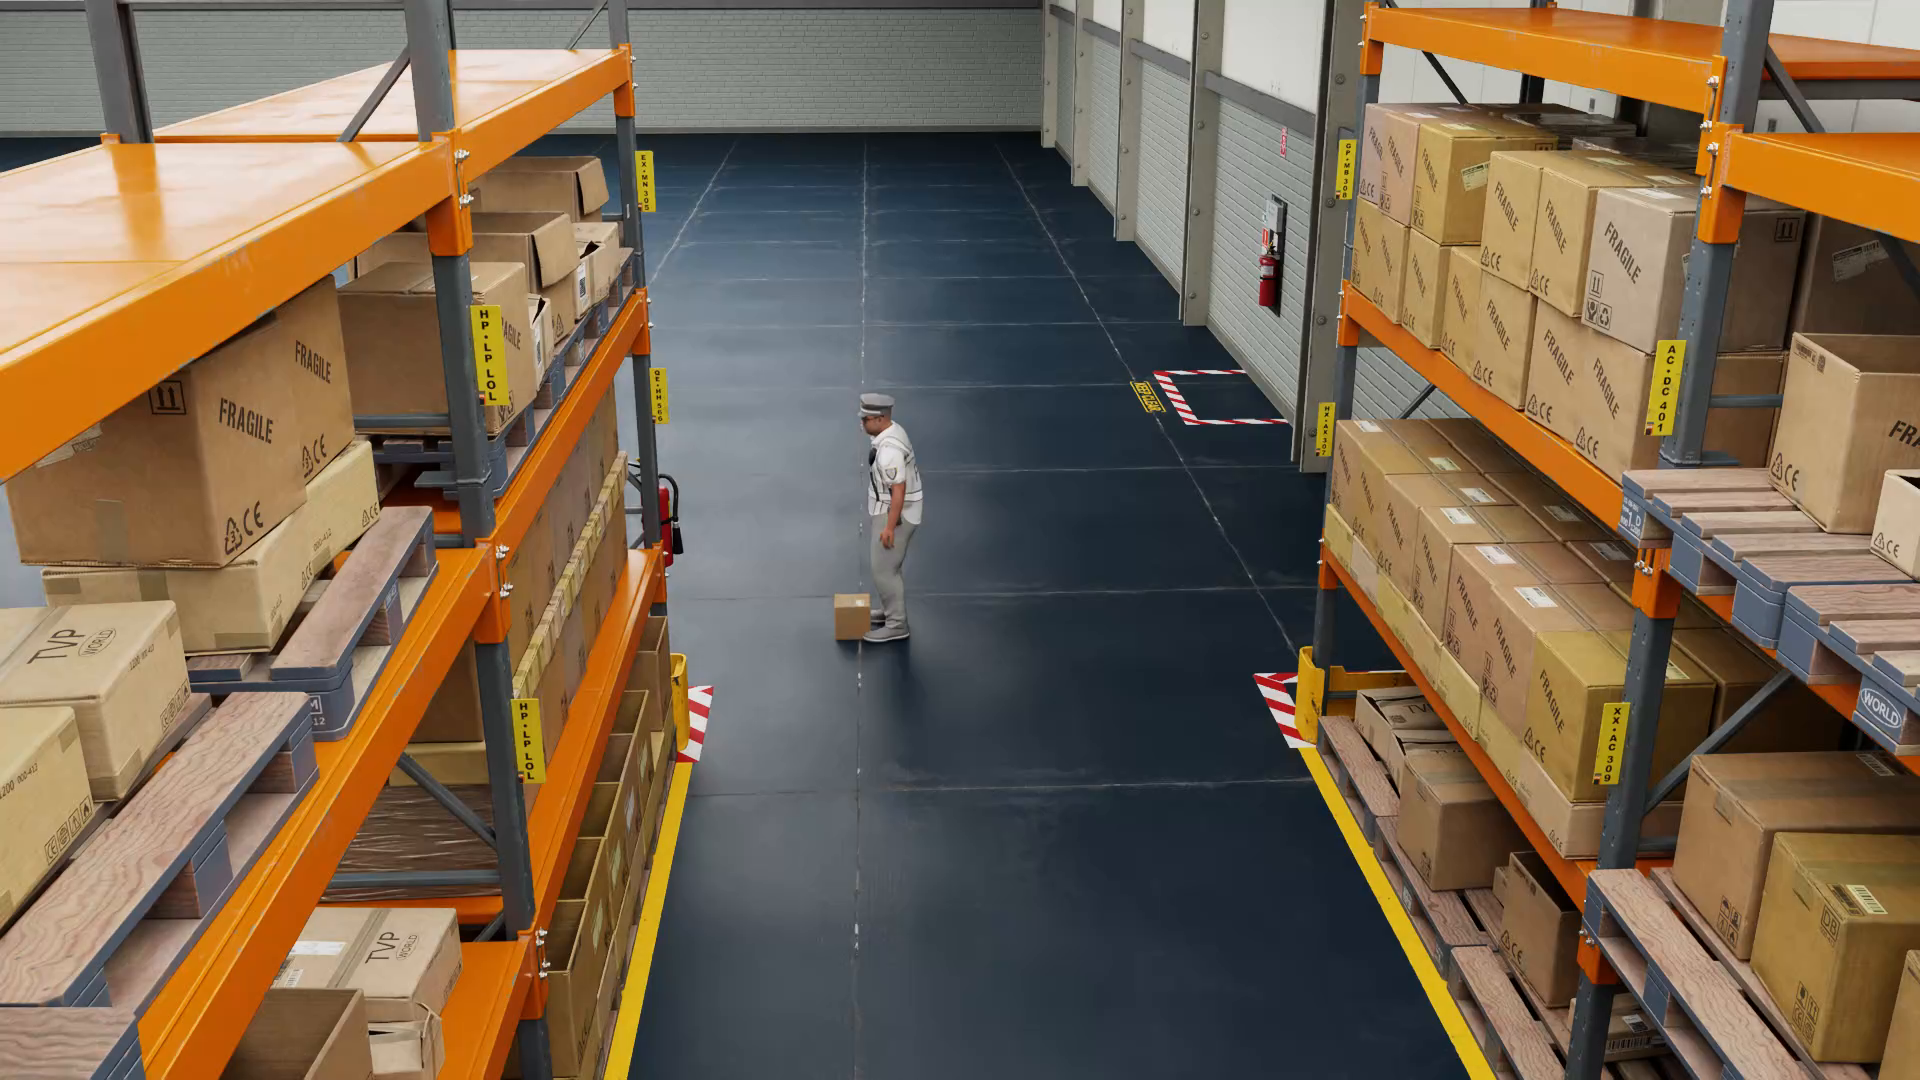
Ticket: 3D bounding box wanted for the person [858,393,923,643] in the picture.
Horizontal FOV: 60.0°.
[{"bbox_3d":[-0.479,-0.161,11.525,0.436,1.731,0.590,-2,20,-5],"label":"person"}]
